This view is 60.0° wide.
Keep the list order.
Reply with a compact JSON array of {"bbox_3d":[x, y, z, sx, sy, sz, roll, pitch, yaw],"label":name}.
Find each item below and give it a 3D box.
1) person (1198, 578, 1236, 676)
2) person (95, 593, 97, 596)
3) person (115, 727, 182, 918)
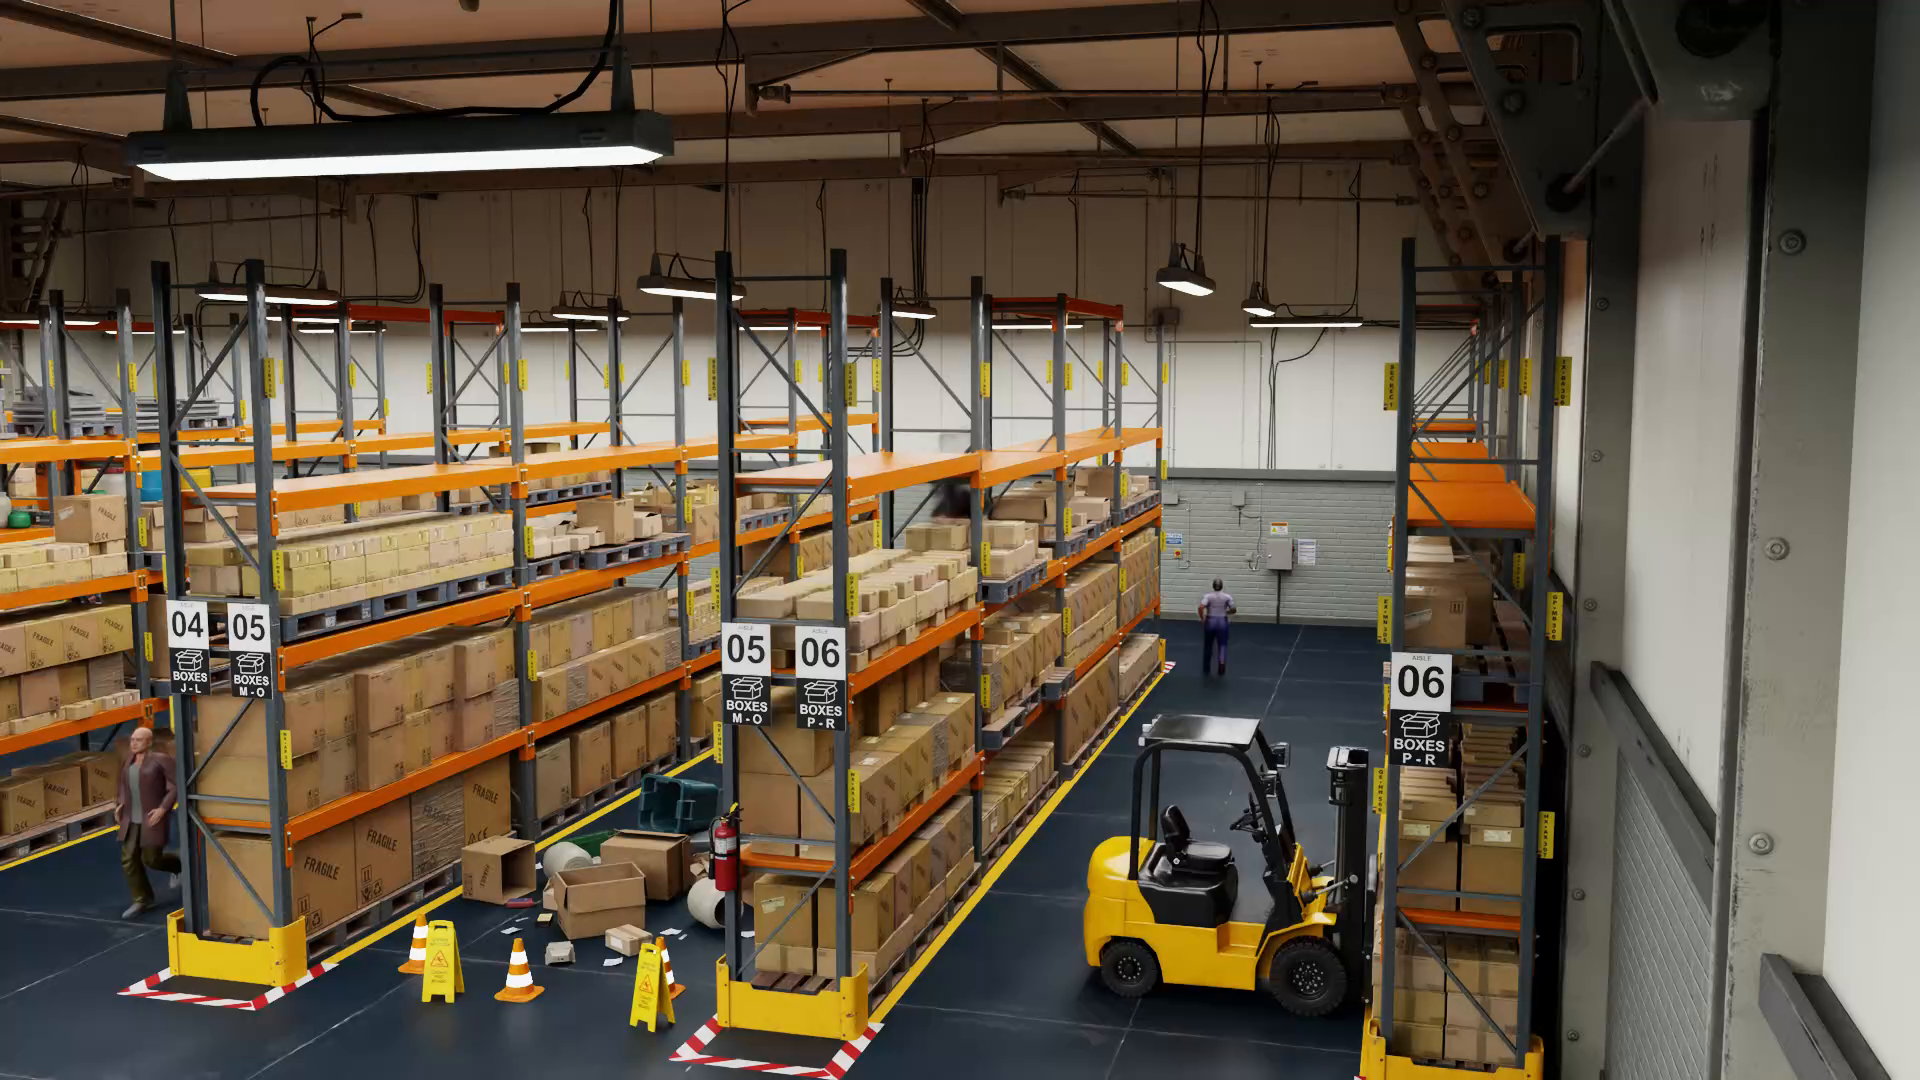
[{"bbox_3d":[4.233,1.447,27.414,0.632,1.640,0.862,1,6,7],"label":"person"},{"bbox_3d":[-15.075,1.223,29.389,0.566,1.720,0.849,1,6,5],"label":"person"},{"bbox_3d":[-7.703,2.641,15.844,0.731,1.744,0.817,1,6,9],"label":"person"}]
